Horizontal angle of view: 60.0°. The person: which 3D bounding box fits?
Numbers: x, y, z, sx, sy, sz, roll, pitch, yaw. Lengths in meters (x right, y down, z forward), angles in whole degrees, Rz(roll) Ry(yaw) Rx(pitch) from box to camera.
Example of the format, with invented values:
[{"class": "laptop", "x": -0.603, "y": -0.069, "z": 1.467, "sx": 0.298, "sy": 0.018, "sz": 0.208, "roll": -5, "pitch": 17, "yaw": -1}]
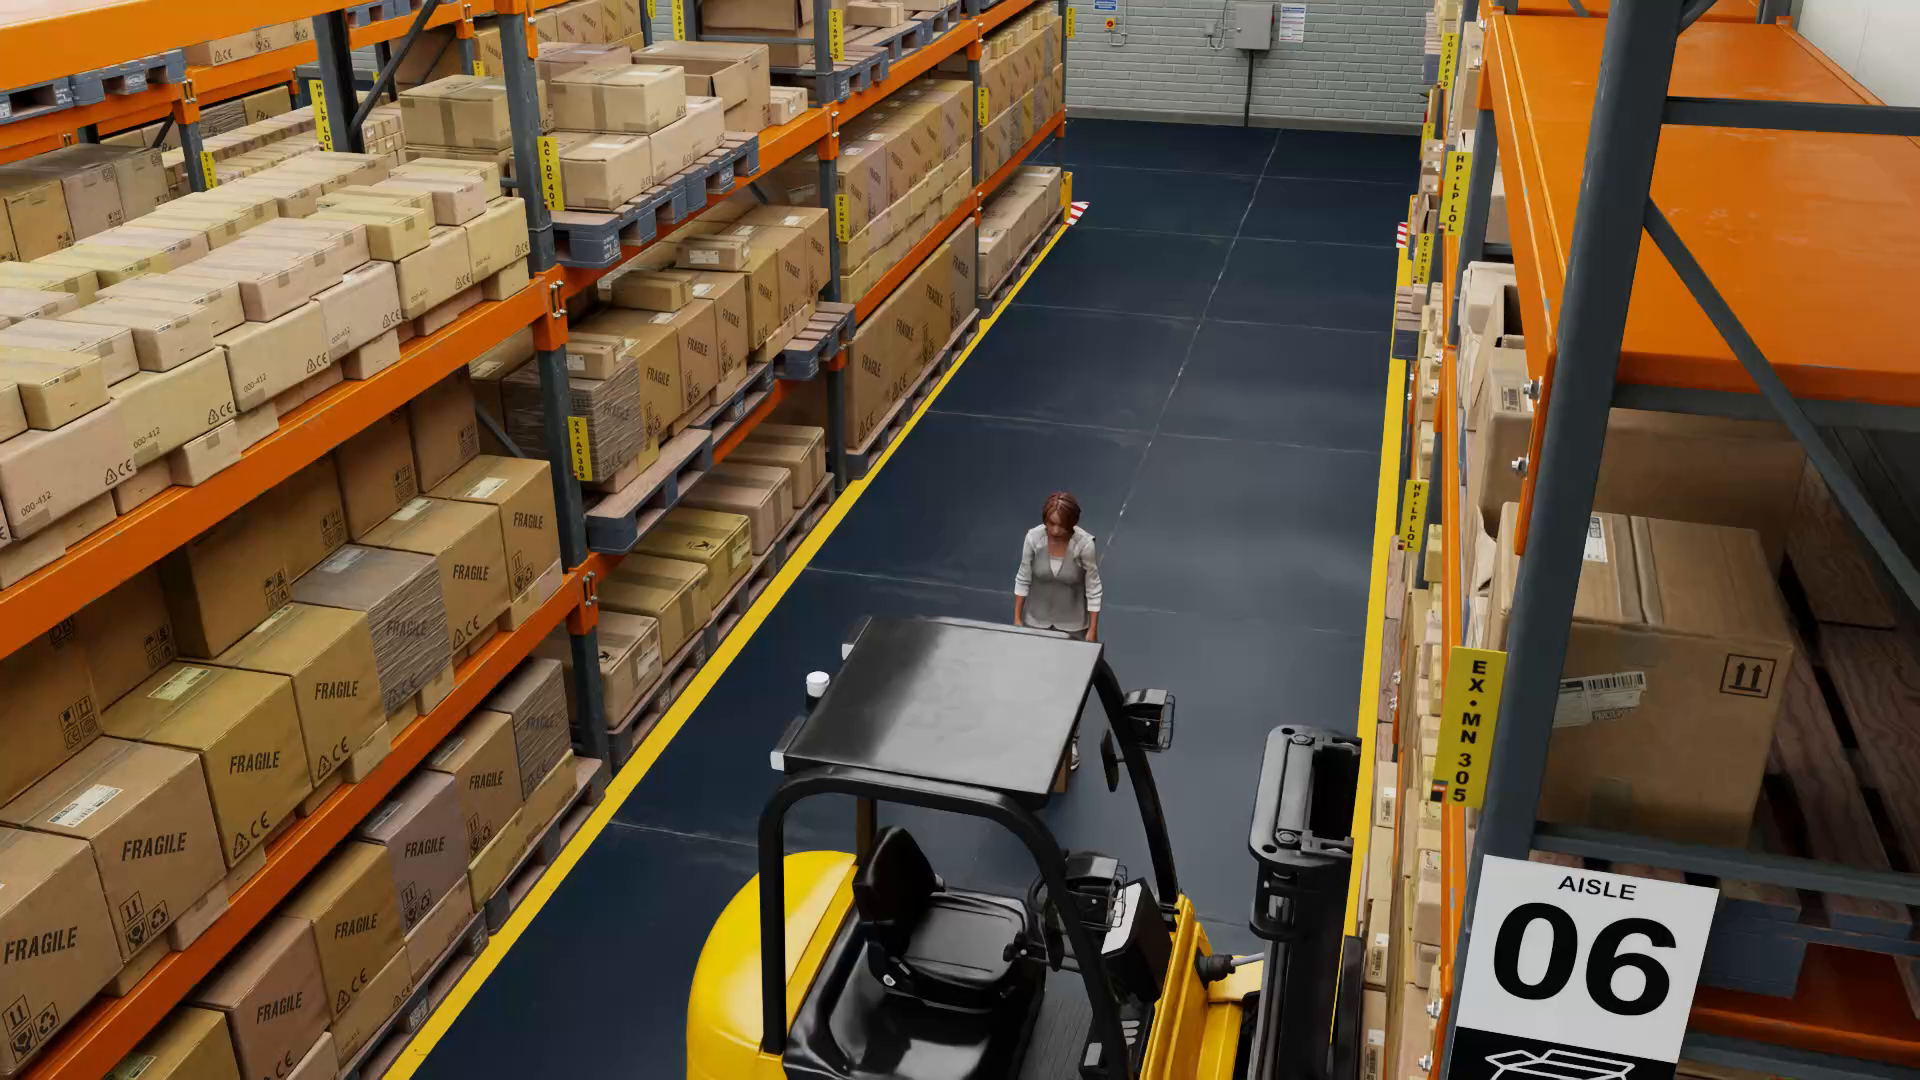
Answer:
[{"class": "person", "x": 0.505, "y": 0.457, "z": 8.749, "sx": 0.467, "sy": 1.592, "sz": 0.349, "roll": 6, "pitch": 26, "yaw": 13}]
